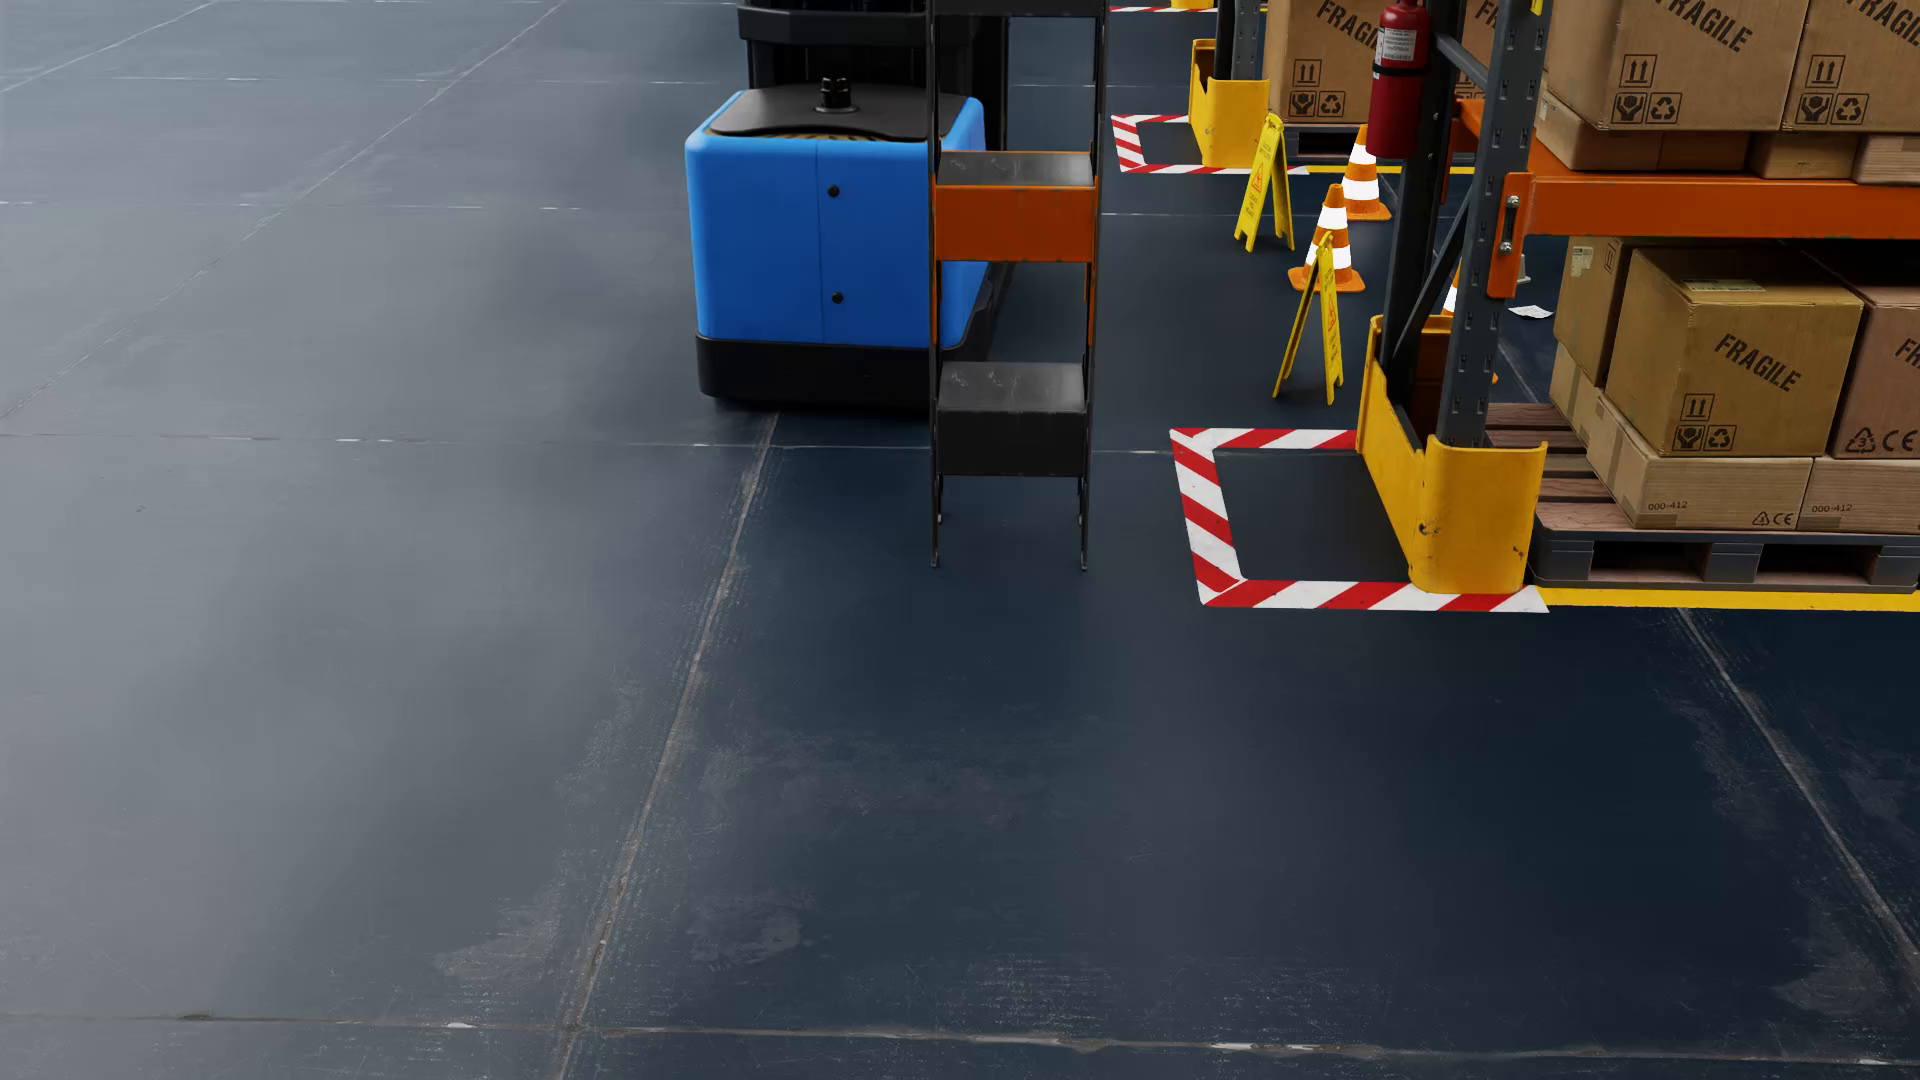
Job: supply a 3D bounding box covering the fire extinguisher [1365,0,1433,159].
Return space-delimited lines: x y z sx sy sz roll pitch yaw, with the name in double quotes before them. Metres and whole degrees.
"fire extinguisher" 1.460 -1.612 5.489 0.183 0.674 0.296 1 28 2

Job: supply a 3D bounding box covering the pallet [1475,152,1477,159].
"pallet" 3.650 -2.517 10.091 1.213 0.211 1.003 1 28 2

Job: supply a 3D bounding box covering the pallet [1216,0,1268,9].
"pallet" 2.795 -4.804 14.405 1.213 0.211 1.003 1 28 2

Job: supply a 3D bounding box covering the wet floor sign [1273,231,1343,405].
"wet floor sign" 1.406 -0.893 6.562 0.232 0.644 0.267 11 30 19

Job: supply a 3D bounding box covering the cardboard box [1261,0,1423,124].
"cardboard box" 2.312 -3.014 9.871 0.875 0.875 0.875 1 28 2

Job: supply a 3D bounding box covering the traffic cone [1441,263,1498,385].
"traffic cone" 2.034 -0.905 6.780 0.334 0.463 0.336 1 28 2

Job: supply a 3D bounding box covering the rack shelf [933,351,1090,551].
"rack shelf" 0.165 -0.294 5.405 0.480 0.518 0.431 1 28 2

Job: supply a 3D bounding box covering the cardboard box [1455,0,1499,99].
"cardboard box" 3.192 -3.000 9.845 0.875 0.875 0.875 1 28 1

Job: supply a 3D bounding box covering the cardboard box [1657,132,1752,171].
"cardboard box" 2.143 -1.218 4.931 0.250 0.149 0.380 1 28 3

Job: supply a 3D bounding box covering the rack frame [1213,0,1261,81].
"rack frame" 1.632 -3.747 9.434 0.127 3.000 1.000 1 28 2

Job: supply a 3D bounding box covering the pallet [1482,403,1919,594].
"pallet" 2.445 -0.166 5.654 1.213 0.211 1.003 1 28 2

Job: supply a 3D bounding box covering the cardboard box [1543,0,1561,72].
"cardboard box" 2.111 -1.724 5.194 0.500 0.500 0.500 0 28 1

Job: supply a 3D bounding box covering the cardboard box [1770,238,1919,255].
"cardboard box" 2.890 -0.833 5.622 0.500 0.500 0.500 2 28 4

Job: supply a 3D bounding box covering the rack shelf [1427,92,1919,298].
"rack shelf" 3.557 -1.078 5.166 4.000 0.370 1.077 1 28 2

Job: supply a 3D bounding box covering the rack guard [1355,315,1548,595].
"rack guard" 1.634 -0.323 5.643 0.348 0.500 1.175 1 28 2

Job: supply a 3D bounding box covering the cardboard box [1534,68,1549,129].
"cardboard box" 1.940 -1.412 5.296 0.250 0.149 0.380 2 28 4

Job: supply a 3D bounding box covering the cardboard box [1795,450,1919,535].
"cardboard box" 2.865 -0.245 5.314 0.500 0.250 0.500 2 28 4

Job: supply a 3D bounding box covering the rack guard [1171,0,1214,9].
"rack guard" 1.984 -4.962 14.394 0.348 0.500 1.175 1 28 2

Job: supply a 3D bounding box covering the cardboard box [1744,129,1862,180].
"cardboard box" 2.406 -1.175 4.850 0.250 0.149 0.380 0 28 0

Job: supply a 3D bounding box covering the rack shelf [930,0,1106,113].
"rack shelf" 0.165 -1.531 4.749 0.480 0.518 0.431 1 28 2

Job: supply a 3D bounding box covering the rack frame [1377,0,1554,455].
"rack frame" 1.558 -1.429 5.060 0.127 3.000 1.000 1 28 2

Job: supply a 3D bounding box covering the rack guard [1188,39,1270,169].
"rack guard" 1.608 -2.643 10.020 0.348 0.500 1.175 1 28 2

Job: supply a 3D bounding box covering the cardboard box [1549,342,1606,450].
"cardboard box" 2.400 -0.512 5.818 0.500 0.250 0.500 1 28 2

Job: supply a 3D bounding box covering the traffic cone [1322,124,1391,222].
"traffic cone" 2.113 -1.953 8.758 0.334 0.463 0.336 1 28 2

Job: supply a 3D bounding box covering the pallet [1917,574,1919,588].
"pallet" 3.661 -0.144 5.614 1.213 0.211 1.003 1 28 2

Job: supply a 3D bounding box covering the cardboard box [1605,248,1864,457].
"cardboard box" 2.379 -0.588 5.161 0.500 0.500 0.500 0 28 0

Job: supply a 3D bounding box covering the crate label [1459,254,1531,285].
"crate label" 2.521 -1.302 7.877 0.298 0.136 0.250 -14 31 -24

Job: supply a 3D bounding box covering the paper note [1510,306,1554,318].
"paper note" 2.573 -1.033 7.484 0.142 0.019 0.148 -9 29 -16

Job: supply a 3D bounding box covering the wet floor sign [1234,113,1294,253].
"wet floor sign" 1.533 -1.781 8.238 0.232 0.644 0.267 -4 28 -7

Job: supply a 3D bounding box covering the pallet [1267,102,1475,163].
"pallet" 2.434 -2.539 10.131 1.213 0.211 1.003 1 28 2

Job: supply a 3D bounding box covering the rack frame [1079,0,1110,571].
"rack frame" 0.409 -0.921 5.063 0.015 2.100 0.400 1 28 2

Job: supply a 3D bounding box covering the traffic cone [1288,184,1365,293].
"traffic cone" 1.733 -1.430 7.771 0.334 0.463 0.336 1 28 2

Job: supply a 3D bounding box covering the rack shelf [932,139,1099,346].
"rack shelf" 0.165 -0.913 5.077 0.480 0.518 0.431 1 28 2

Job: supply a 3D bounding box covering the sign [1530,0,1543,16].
"sign" 1.539 -1.557 4.378 0.005 0.325 0.100 1 28 2

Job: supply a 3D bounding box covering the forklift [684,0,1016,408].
"forklift" -0.324 -2.462 7.082 1.130 2.935 3.031 3 28 6

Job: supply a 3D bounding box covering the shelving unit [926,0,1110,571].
"shelving unit" 0.165 -0.925 5.071 0.503 2.100 0.431 1 28 2

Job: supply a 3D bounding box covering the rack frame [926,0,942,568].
"rack frame" -0.078 -0.929 5.078 0.015 2.100 0.400 1 28 2

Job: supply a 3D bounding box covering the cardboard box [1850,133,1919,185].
"cardboard box" 2.658 -1.150 4.802 0.250 0.149 0.380 1 28 3

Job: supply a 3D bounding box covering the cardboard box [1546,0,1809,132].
"cardboard box" 2.022 -1.467 4.707 0.500 0.500 0.500 1 28 1

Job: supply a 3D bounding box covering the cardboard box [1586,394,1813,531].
"cardboard box" 2.355 -0.257 5.337 0.500 0.250 0.500 1 28 1

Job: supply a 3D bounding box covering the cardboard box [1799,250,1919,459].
"cardboard box" 2.901 -0.581 5.148 0.500 0.500 0.500 0 28 0

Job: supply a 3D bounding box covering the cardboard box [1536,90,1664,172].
"cardboard box" 1.891 -1.215 4.926 0.250 0.149 0.380 1 28 2

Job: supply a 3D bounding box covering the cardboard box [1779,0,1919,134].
"cardboard box" 2.540 -1.460 4.694 0.500 0.500 0.500 2 28 3

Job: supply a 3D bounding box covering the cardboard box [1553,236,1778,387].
"cardboard box" 2.368 -0.840 5.636 0.500 0.500 0.500 1 28 2
